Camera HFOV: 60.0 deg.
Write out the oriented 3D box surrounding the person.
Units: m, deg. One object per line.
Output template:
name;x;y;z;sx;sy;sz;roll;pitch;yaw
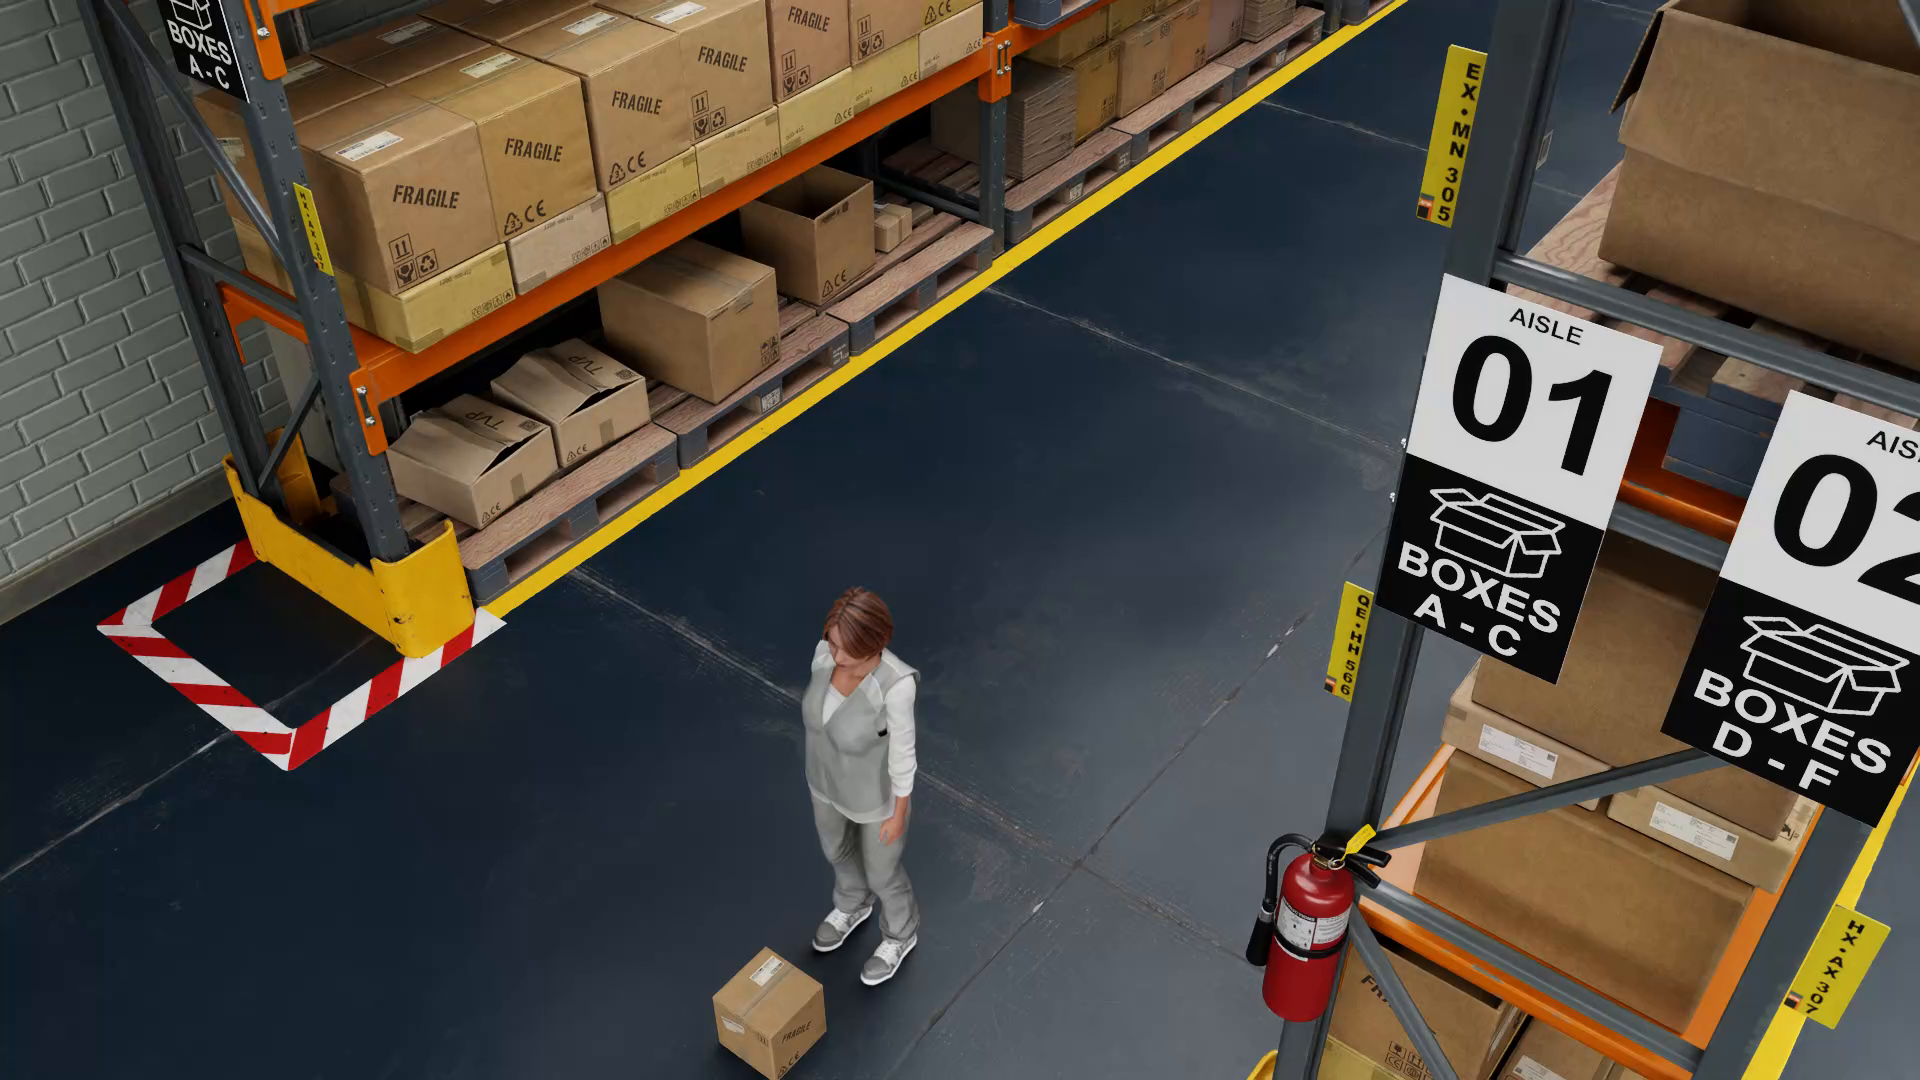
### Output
person;-0.295;0.786;5.219;0.407;1.586;0.299;27;46;29
